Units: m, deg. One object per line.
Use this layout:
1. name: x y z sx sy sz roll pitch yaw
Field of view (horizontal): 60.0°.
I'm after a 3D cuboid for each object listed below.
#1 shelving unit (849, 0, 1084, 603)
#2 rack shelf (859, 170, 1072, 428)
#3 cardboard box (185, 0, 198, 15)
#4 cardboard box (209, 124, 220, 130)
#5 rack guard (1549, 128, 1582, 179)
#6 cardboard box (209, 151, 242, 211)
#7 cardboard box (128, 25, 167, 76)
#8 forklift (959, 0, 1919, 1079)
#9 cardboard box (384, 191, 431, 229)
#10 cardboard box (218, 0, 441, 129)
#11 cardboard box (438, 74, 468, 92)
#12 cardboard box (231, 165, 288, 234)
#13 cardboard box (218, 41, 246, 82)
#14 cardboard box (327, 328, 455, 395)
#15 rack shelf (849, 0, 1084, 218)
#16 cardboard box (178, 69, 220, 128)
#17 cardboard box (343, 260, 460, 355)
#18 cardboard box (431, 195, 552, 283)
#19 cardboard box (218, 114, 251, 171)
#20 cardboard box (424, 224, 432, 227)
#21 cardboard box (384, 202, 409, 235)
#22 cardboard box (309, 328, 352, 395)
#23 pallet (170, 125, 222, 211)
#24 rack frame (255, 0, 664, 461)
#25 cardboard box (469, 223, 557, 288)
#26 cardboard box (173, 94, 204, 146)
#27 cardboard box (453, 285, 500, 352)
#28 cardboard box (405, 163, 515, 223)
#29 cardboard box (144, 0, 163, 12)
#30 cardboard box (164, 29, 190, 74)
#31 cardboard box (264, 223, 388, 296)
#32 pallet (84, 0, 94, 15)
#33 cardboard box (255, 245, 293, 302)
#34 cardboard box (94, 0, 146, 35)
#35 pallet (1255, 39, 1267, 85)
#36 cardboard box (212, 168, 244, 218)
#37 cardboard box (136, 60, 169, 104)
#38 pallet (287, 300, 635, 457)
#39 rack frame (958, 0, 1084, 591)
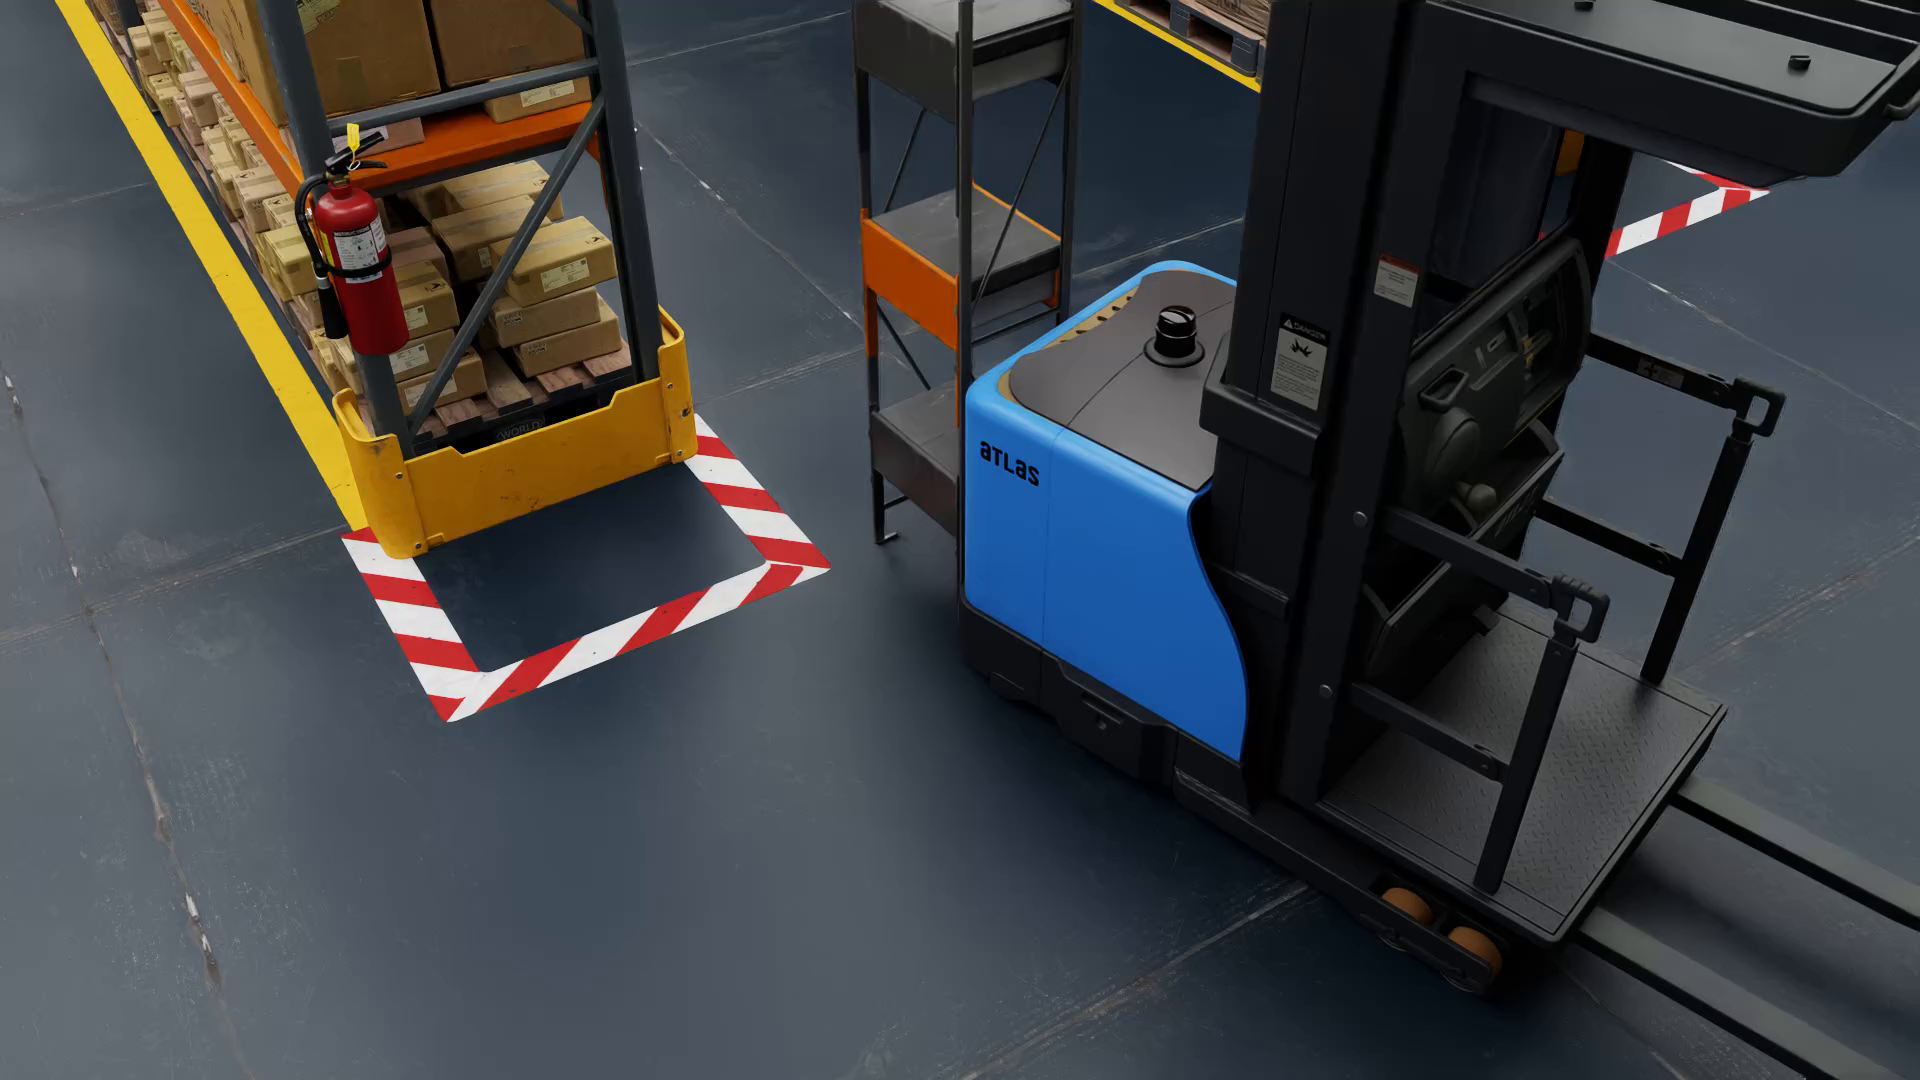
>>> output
1. shelving unit: 0.014 -0.742 5.001 0.431 2.100 0.503 -26 46 -27
2. rack shelf: 0.014 -0.732 5.009 0.431 0.518 0.480 -26 46 -27
3. cardboard box: -2.499 -2.179 5.711 0.500 0.500 0.500 -22 45 -24
4. cardboard box: -3.069 -1.828 7.267 0.380 0.149 0.250 -20 44 -22
5. rack guard: 2.762 -2.002 7.762 1.175 0.500 0.348 -22 45 -24
6. cardboard box: -2.876 -1.528 6.907 0.380 0.149 0.250 -22 44 -24
7. cardboard box: -3.713 -2.356 7.901 0.380 0.149 0.250 -20 44 -22
8. forklift: 1.439 -0.334 3.862 3.031 2.935 1.130 29 48 30
9. cardboard box: -2.128 -1.429 6.788 0.380 0.149 0.250 -24 46 -26
10. cardboard box: -1.946 -1.629 5.051 0.500 0.500 0.500 -21 44 -24
11. cardboard box: -1.557 -1.637 5.567 0.380 0.149 0.250 -21 44 -23
12. cardboard box: -2.596 -1.354 6.466 0.380 0.149 0.250 -21 44 -23
13. cardboard box: -2.308 -1.712 5.657 0.380 0.149 0.250 -21 44 -23
14. cardboard box: -2.012 -0.689 5.901 0.380 0.149 0.250 -23 45 -25
15. rack shelf: 0.014 -1.270 4.561 0.431 0.518 0.480 -26 46 -27
16. cardboard box: -3.125 -1.932 7.159 0.380 0.149 0.250 -21 44 -24
17. cardboard box: -1.986 -0.815 5.820 0.380 0.149 0.250 -22 44 -24
18. cardboard box: -1.732 -1.124 6.190 0.380 0.149 0.250 -21 44 -24
19. cardboard box: -2.809 -1.666 6.841 0.380 0.149 0.250 -22 45 -24
20. cardboard box: -2.111 -1.307 6.874 0.380 0.149 0.250 -22 45 -24
21. cardboard box: -2.351 -1.150 6.453 0.380 0.149 0.250 -23 45 -25
22. cardboard box: -2.170 -0.705 6.151 0.380 0.149 0.250 -21 44 -23
23. pallet: -3.247 -2.060 8.057 1.003 0.211 1.213 -22 45 -24
24. rack frame: -1.487 -1.322 4.994 1.000 3.000 0.127 -22 45 -24
25. cardboard box: -1.652 -1.041 6.323 0.380 0.149 0.250 -22 45 -25
26. cardboard box: -3.393 -1.980 7.682 0.380 0.149 0.250 -22 45 -25
27. cardboard box: -1.709 -0.894 6.379 0.380 0.149 0.250 -22 45 -25
28. cardboard box: -1.963 -1.410 6.533 0.380 0.149 0.250 -24 46 -26
29. cardboard box: -3.628 -2.519 7.864 0.380 0.149 0.250 -20 44 -23
30. cardboard box: -3.352 -2.230 7.517 0.380 0.149 0.250 -23 45 -25
31. cardboard box: -2.319 -1.067 6.121 0.380 0.149 0.250 -23 45 -25
32. pallet: -4.718 -3.489 9.772 1.003 0.211 1.213 -22 45 -24
33. cardboard box: -2.573 -1.122 6.652 0.380 0.149 0.250 -24 46 -26
34. cardboard box: -4.249 -2.995 8.626 0.500 0.500 0.500 -23 45 -25
35. pallet: 2.253 -2.308 8.355 1.003 0.211 1.213 -22 45 -24
36. cardboard box: -2.981 -1.554 7.171 0.380 0.149 0.250 -23 45 -26
37. cardboard box: -3.713 -2.240 7.994 0.380 0.149 0.250 -24 46 -26
38. pallet: -1.935 -0.743 6.476 1.003 0.211 1.213 -22 45 -24
39. rack frame: 0.160 -0.617 4.850 0.400 2.100 0.015 -26 46 -27
